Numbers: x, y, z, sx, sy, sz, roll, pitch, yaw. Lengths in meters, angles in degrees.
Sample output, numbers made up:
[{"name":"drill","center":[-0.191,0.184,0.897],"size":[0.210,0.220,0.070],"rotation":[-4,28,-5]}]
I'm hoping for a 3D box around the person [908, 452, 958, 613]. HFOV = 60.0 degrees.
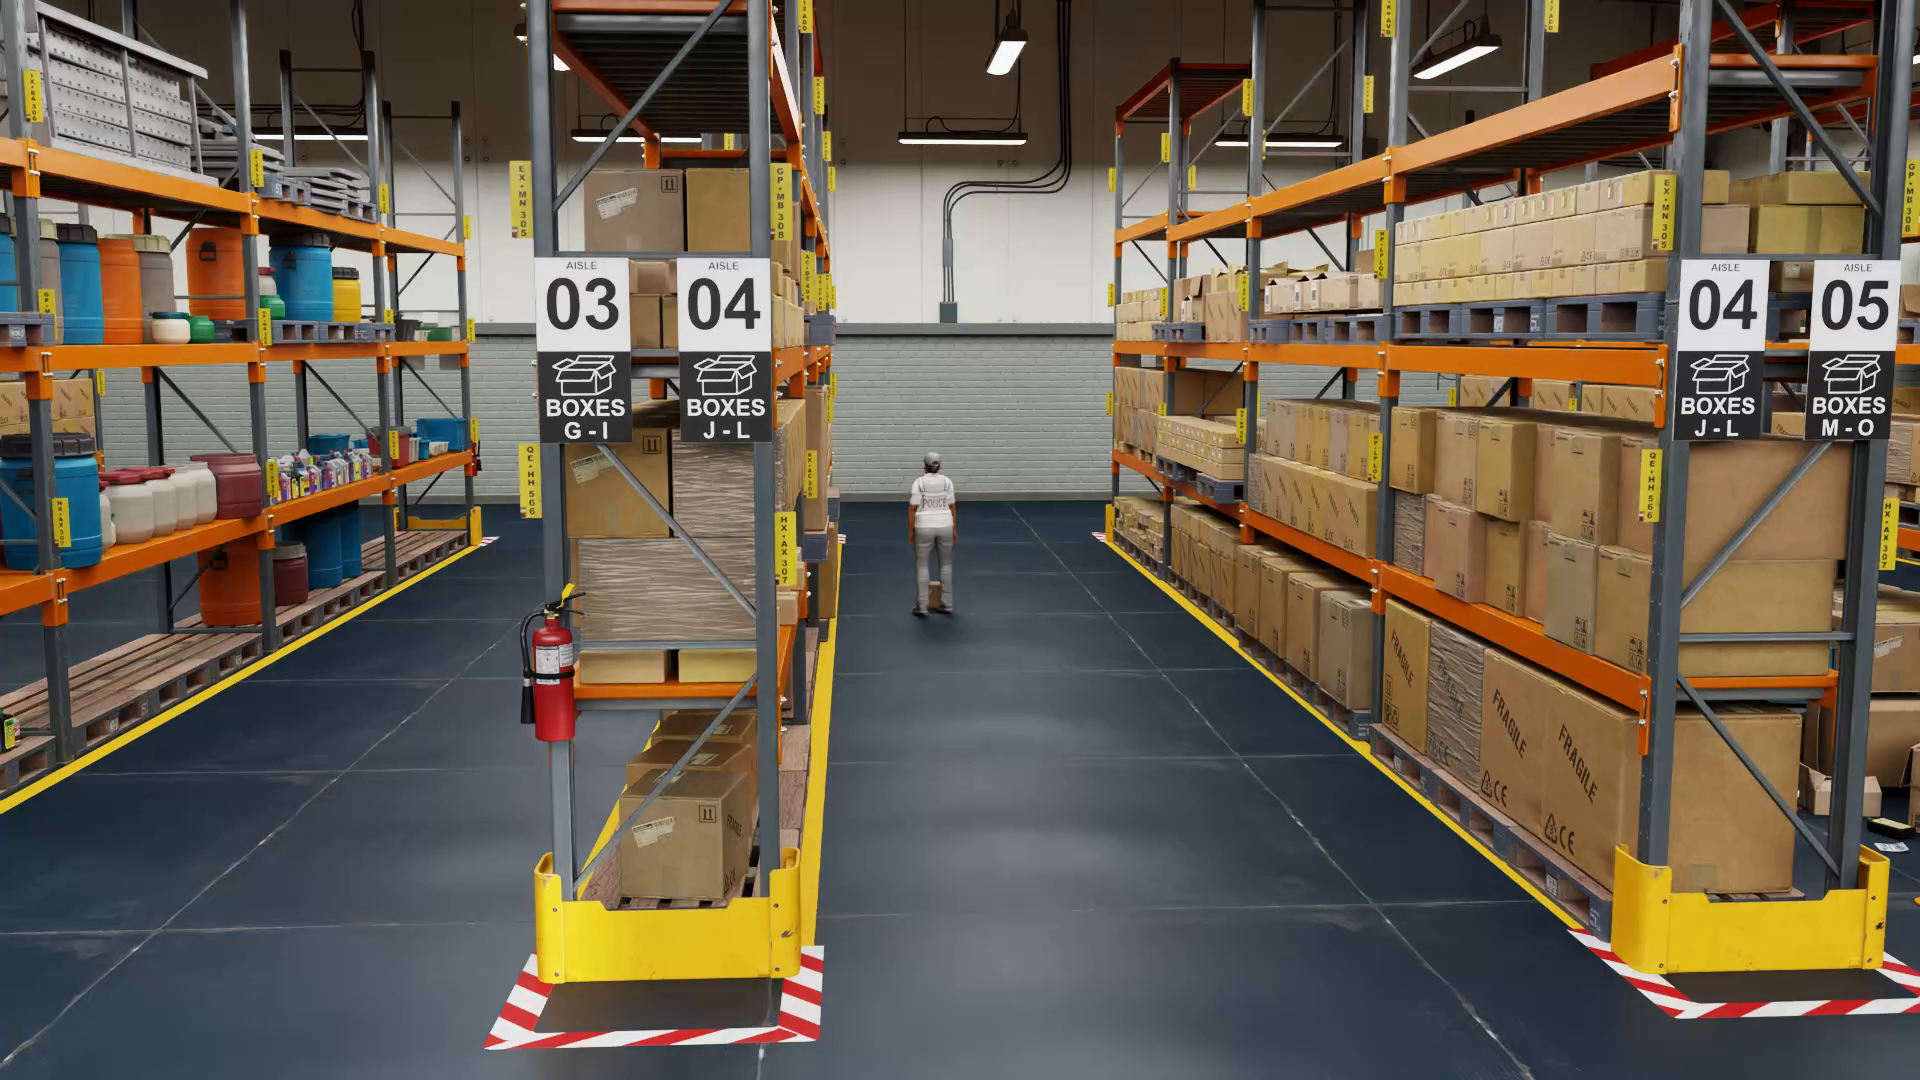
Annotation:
[{"name":"person","center":[-0.280,-0.076,17.212],"size":[0.533,1.669,0.391],"rotation":[-2,7,-13]}]
